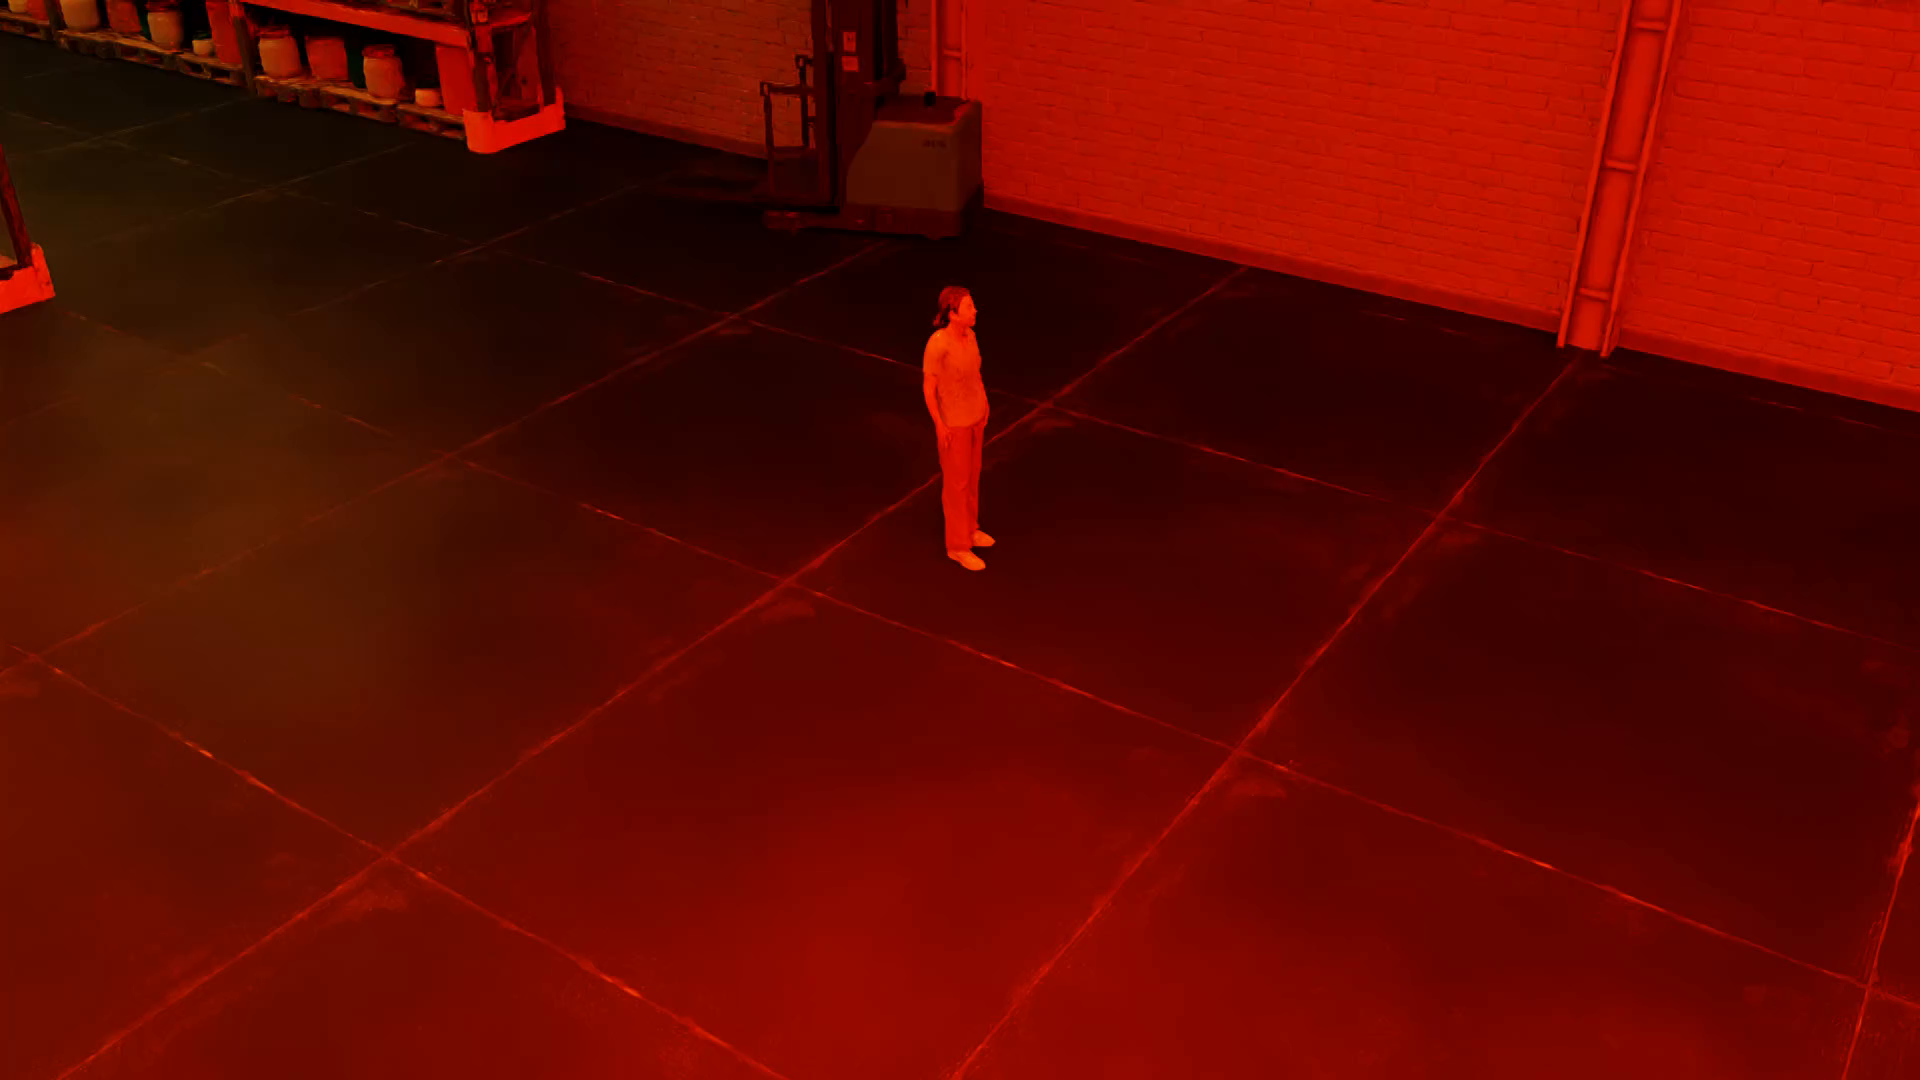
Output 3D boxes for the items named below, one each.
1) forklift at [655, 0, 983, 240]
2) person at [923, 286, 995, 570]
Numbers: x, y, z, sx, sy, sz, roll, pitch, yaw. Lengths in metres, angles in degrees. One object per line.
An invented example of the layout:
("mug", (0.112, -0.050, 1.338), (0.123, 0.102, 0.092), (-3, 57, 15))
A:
("forklift", (-1.351, -4.389, 15.139), (3.031, 2.935, 1.130), (7, 31, 12))
("person", (0.055, -0.706, 10.032), (0.548, 1.674, 0.554), (19, 35, 29))
